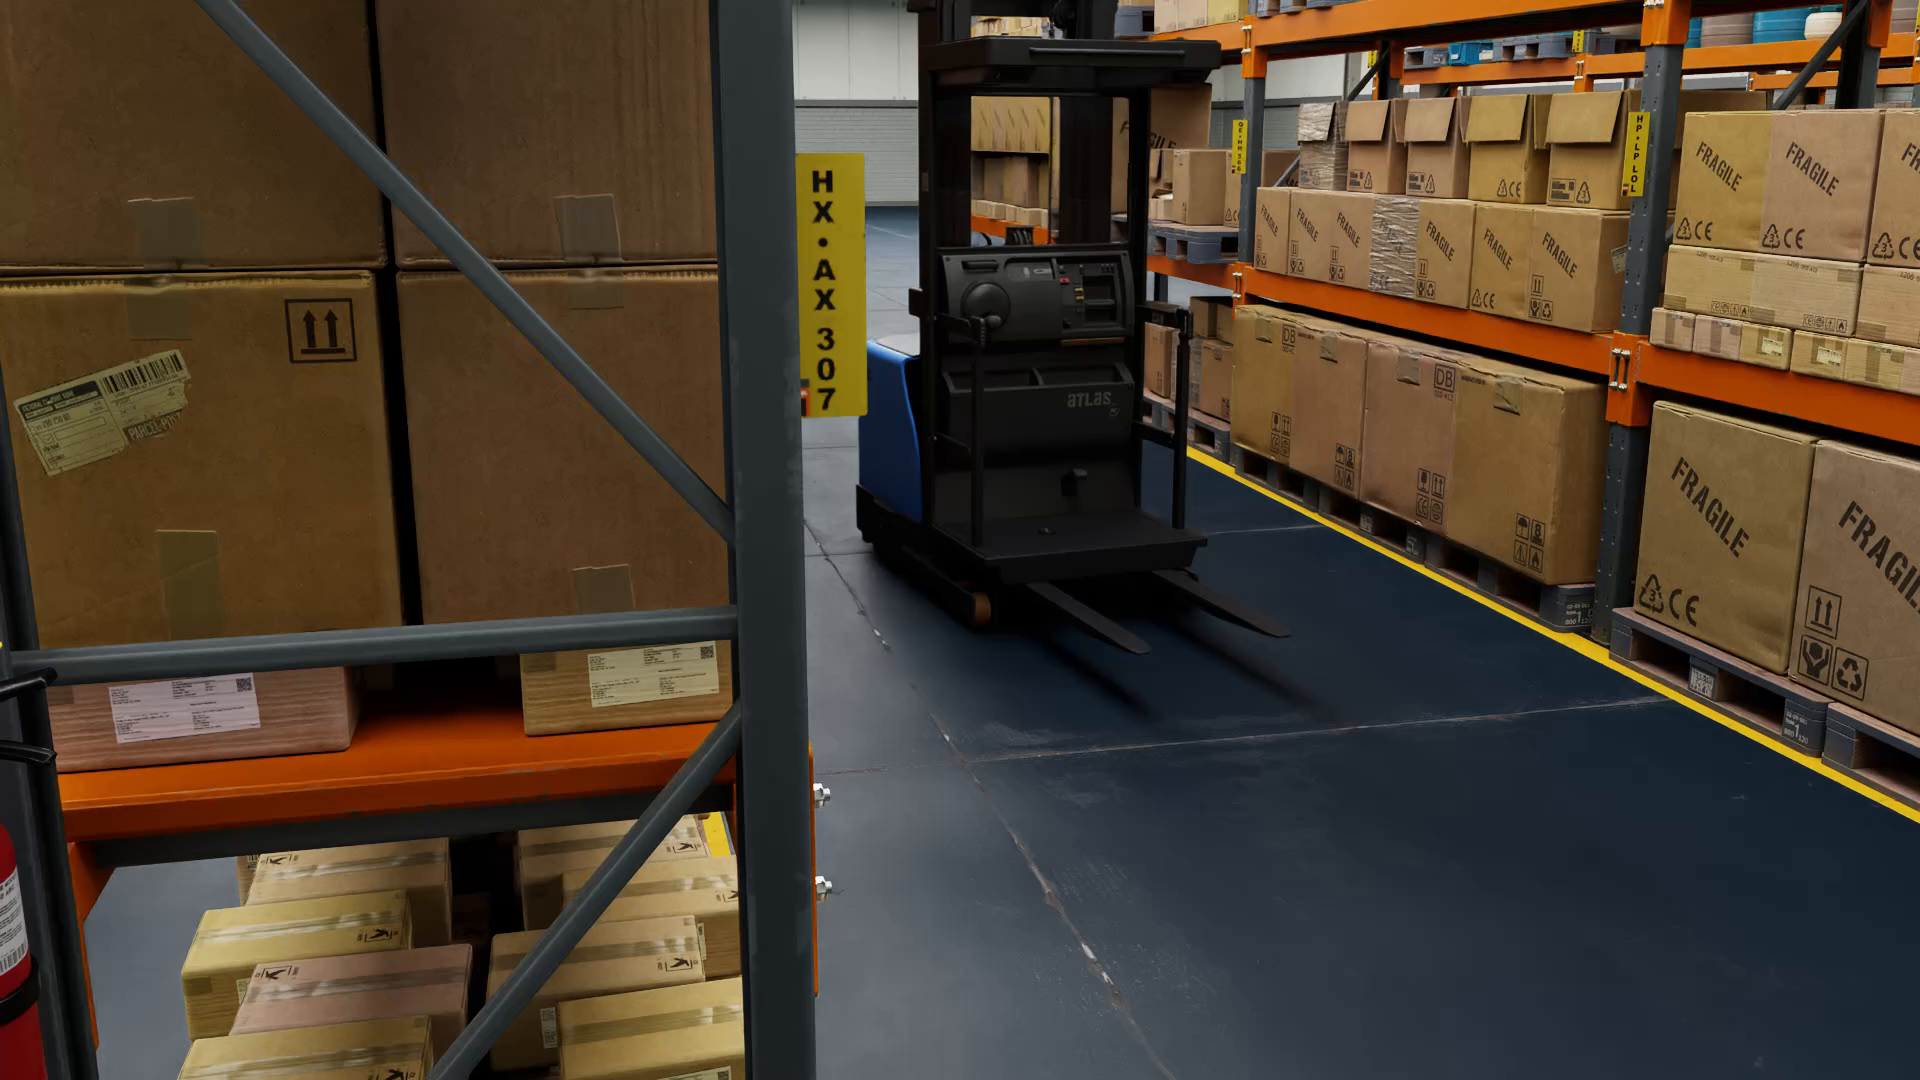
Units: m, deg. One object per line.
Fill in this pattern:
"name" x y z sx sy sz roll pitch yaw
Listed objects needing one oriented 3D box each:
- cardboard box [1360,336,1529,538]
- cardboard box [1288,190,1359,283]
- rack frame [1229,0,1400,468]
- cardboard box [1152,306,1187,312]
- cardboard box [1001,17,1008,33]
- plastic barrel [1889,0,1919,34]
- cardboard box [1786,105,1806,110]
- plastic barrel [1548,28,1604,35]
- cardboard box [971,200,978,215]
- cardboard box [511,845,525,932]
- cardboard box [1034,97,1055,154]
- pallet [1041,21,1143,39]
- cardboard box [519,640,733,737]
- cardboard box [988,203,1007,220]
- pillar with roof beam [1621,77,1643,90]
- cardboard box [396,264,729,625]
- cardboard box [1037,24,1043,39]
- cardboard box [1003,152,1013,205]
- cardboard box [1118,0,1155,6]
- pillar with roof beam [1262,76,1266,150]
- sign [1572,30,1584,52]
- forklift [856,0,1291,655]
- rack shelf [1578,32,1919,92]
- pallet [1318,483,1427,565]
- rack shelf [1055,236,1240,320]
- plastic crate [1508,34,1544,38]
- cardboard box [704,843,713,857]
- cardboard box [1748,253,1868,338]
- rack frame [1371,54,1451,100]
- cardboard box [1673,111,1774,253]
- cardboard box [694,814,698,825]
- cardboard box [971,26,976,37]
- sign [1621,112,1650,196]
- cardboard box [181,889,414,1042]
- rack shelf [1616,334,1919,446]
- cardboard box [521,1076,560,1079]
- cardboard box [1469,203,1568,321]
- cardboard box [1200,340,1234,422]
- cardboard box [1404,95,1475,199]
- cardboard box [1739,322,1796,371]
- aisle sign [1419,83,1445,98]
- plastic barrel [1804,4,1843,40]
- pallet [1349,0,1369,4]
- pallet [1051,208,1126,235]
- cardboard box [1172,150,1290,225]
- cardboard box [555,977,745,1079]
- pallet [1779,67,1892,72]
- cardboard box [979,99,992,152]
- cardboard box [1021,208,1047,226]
"cardboard box" 2.831 -0.564 8.508 1.225 0.875 0.875 -4 14 -15
"cardboard box" 2.245 -1.765 9.620 0.500 0.500 0.500 -4 14 -15
"rack frame" 2.272 -1.962 10.639 1.000 3.000 0.127 -3 14 -13
"cardboard box" 1.549 -1.631 13.622 0.700 0.500 0.500 -3 14 -14
"cardboard box" 0.609 -4.953 16.034 0.380 0.149 0.250 -3 14 -14
"plastic barrel" 7.104 -4.141 12.179 0.600 0.901 0.600 0 14 0
"cardboard box" 10.133 -4.917 19.791 0.700 0.500 0.500 -3 14 -13
"plastic barrel" 6.017 -5.302 16.045 0.600 0.901 0.708 -3 14 -13
"cardboard box" 0.312 -3.490 17.420 0.380 0.149 0.250 -3 14 -13
"cardboard box" -0.830 0.798 3.834 0.380 0.149 0.250 -4 14 -16
"cardboard box" 0.959 -3.653 14.613 0.500 0.500 0.500 -3 14 -13
"pallet" 1.374 -4.103 13.476 1.213 0.211 1.003 -3 14 -13
"cardboard box" -0.452 0.165 2.460 0.380 0.149 0.250 -3 14 -14
"cardboard box" 0.486 -3.256 16.461 0.380 0.149 0.250 -3 14 -13
"pillar with roof beam" 8.840 -9.966 30.757 9.100 9.000 0.400 -3 14 -13
"cardboard box" -0.531 -0.176 2.489 0.500 0.500 0.500 -3 14 -11
"cardboard box" 0.972 -4.360 14.449 0.500 0.250 0.500 -3 14 -11
"cardboard box" 0.911 -3.530 16.219 0.875 0.500 0.500 -3 14 -13
"cardboard box" 1.569 -4.265 12.643 0.797 0.503 0.637 -3 14 -11
"pillar with roof beam" 4.612 -14.118 47.754 9.100 9.000 0.400 -3 14 -13
"sign" 5.610 -4.595 15.074 0.100 0.325 0.005 -3 14 -13
"forklift" 0.444 -1.145 7.440 1.130 2.935 3.031 -5 15 -20
"rack shelf" 6.617 -3.808 13.387 1.077 0.370 4.000 -3 14 -13
"pallet" 2.667 -0.141 9.059 1.003 0.211 1.213 -3 14 -13
"rack shelf" 1.802 -2.074 12.613 1.077 0.370 4.000 -3 14 -13
"plastic crate" 5.948 -5.110 17.238 0.392 0.384 0.575 -3 14 -13
"cardboard box" -0.792 0.885 4.108 0.380 0.149 0.250 -4 14 -16
"cardboard box" 3.179 -0.873 5.871 0.500 0.250 0.500 -3 14 -13
"rack frame" 5.207 -4.084 19.324 1.000 3.000 0.127 -3 14 -13
"cardboard box" 3.075 -1.351 6.245 0.500 0.500 0.500 -3 14 -13
"cardboard box" -0.798 0.649 3.819 0.380 0.149 0.250 -3 14 -11
"cardboard box" 0.200 -5.244 17.228 0.380 0.149 0.250 -3 14 -12
"sign" 2.686 -1.531 6.601 0.100 0.325 0.005 -3 14 -13
"cardboard box" -1.252 0.806 3.175 0.380 0.149 0.250 -4 14 -14
"rack shelf" 3.681 -0.229 5.059 1.077 0.370 4.000 -3 14 -13
"cardboard box" -0.568 1.037 2.856 0.380 0.149 0.250 -3 14 -11
"cardboard box" 2.727 -1.295 7.699 0.500 0.500 0.500 -3 14 -11
"cardboard box" 2.095 -1.115 11.512 0.700 0.500 0.500 -4 14 -16
"cardboard box" 2.742 -2.024 8.567 0.797 0.503 0.637 -3 14 -11
"cardboard box" 3.082 -0.710 6.040 0.380 0.149 0.250 -3 14 -11
"aisle sign" 5.479 -5.380 19.151 0.394 0.787 0.004 -3 14 -13
"plastic barrel" 6.561 -3.909 12.577 0.301 0.262 0.301 0 14 0
"pallet" 2.740 -2.924 8.655 1.003 0.211 1.213 -3 14 -11
"pallet" 1.371 -2.608 13.684 1.003 0.211 1.213 -3 14 -13
"cardboard box" 1.878 -2.461 11.583 0.700 0.500 0.500 -1 14 -5
"cardboard box" -0.487 0.888 2.839 0.380 0.149 0.250 -4 14 -16
"pallet" 10.164 -5.609 19.431 1.003 0.211 1.213 -3 14 -13
"cardboard box" 0.487 -4.114 16.501 0.500 0.500 0.500 -3 14 -13
"cardboard box" 0.779 -2.967 15.281 0.380 0.149 0.250 -3 14 -13
